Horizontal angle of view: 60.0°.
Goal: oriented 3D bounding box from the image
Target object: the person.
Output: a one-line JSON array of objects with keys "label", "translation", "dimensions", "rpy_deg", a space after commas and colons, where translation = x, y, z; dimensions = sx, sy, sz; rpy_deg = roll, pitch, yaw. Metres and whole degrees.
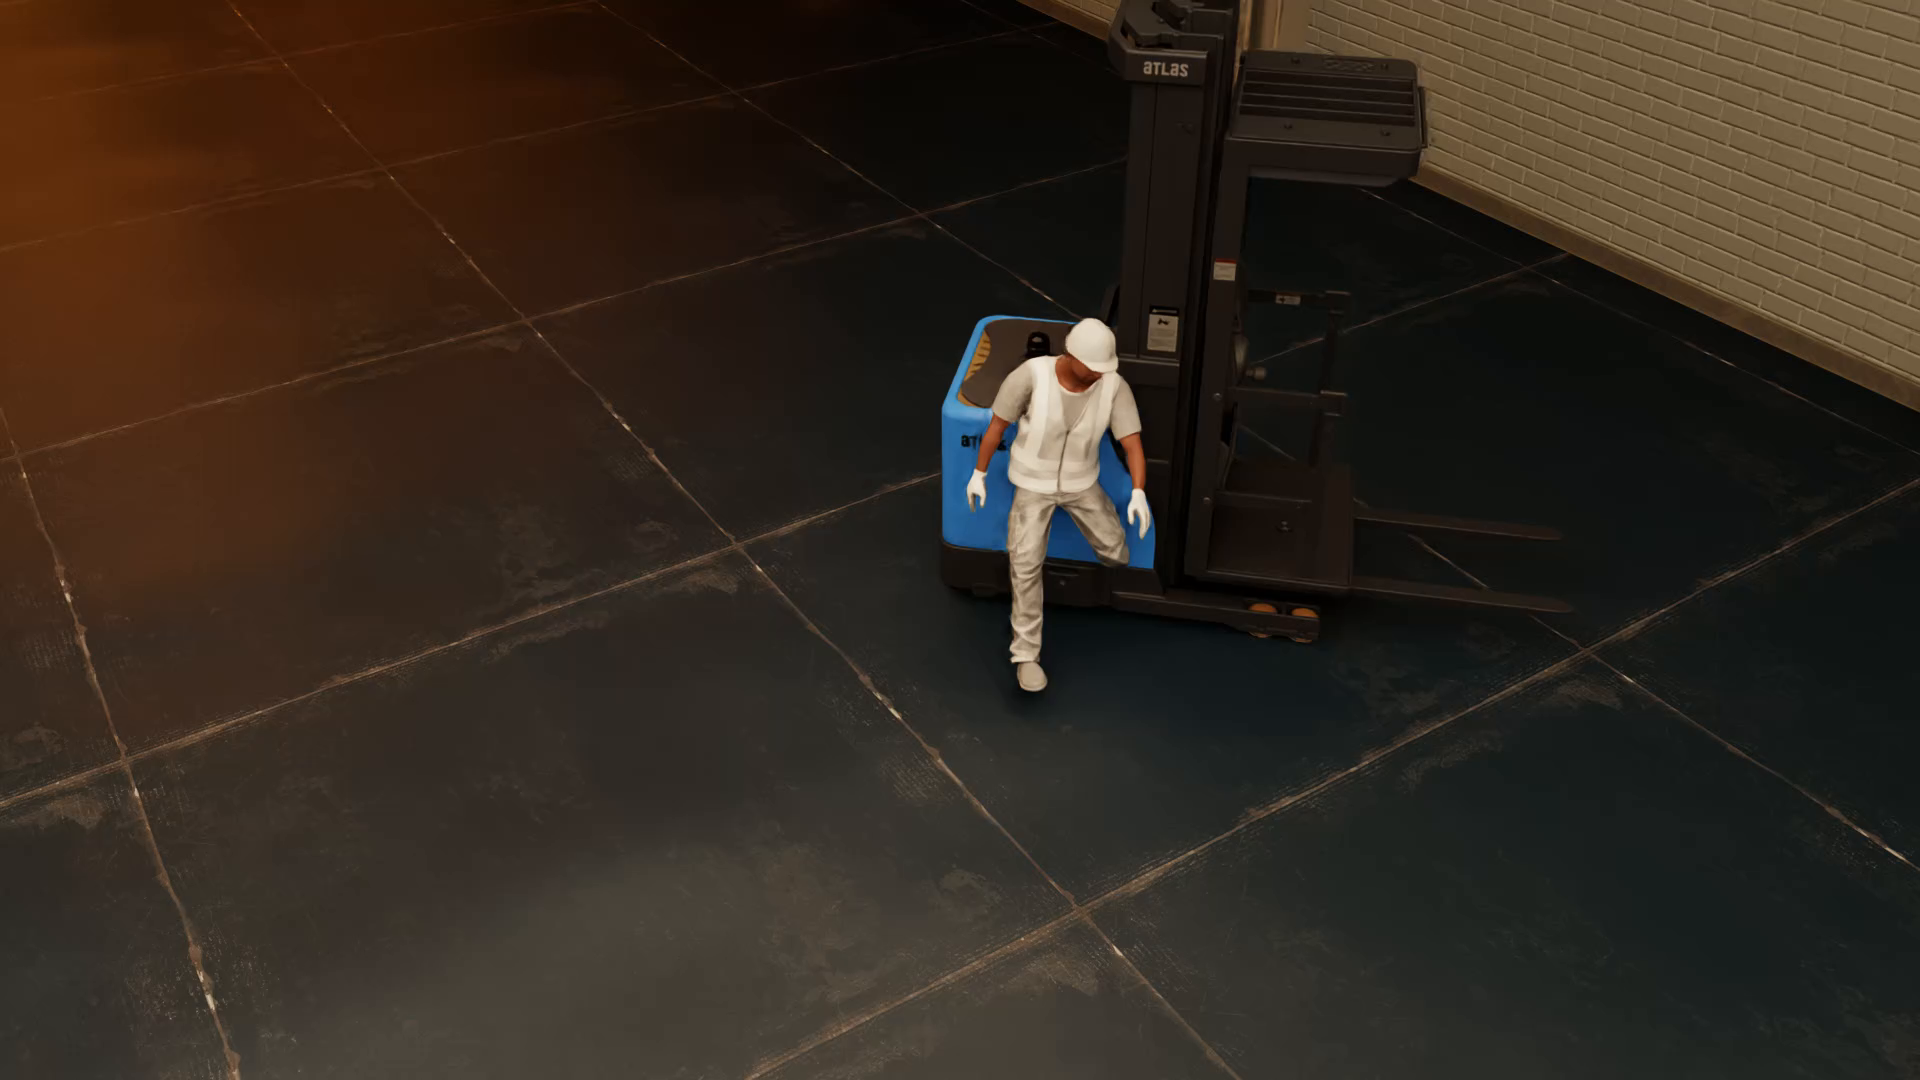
[{"label": "person", "translation": [0.500, -0.188, 7.498], "dimensions": [0.904, 1.669, 0.961], "rpy_deg": [-5, 35, -6]}]

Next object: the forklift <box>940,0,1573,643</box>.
[{"label": "forklift", "translation": [1.470, -1.039, 7.627], "dimensions": [3.031, 2.935, 1.130], "rpy_deg": [7, 36, 9]}]
